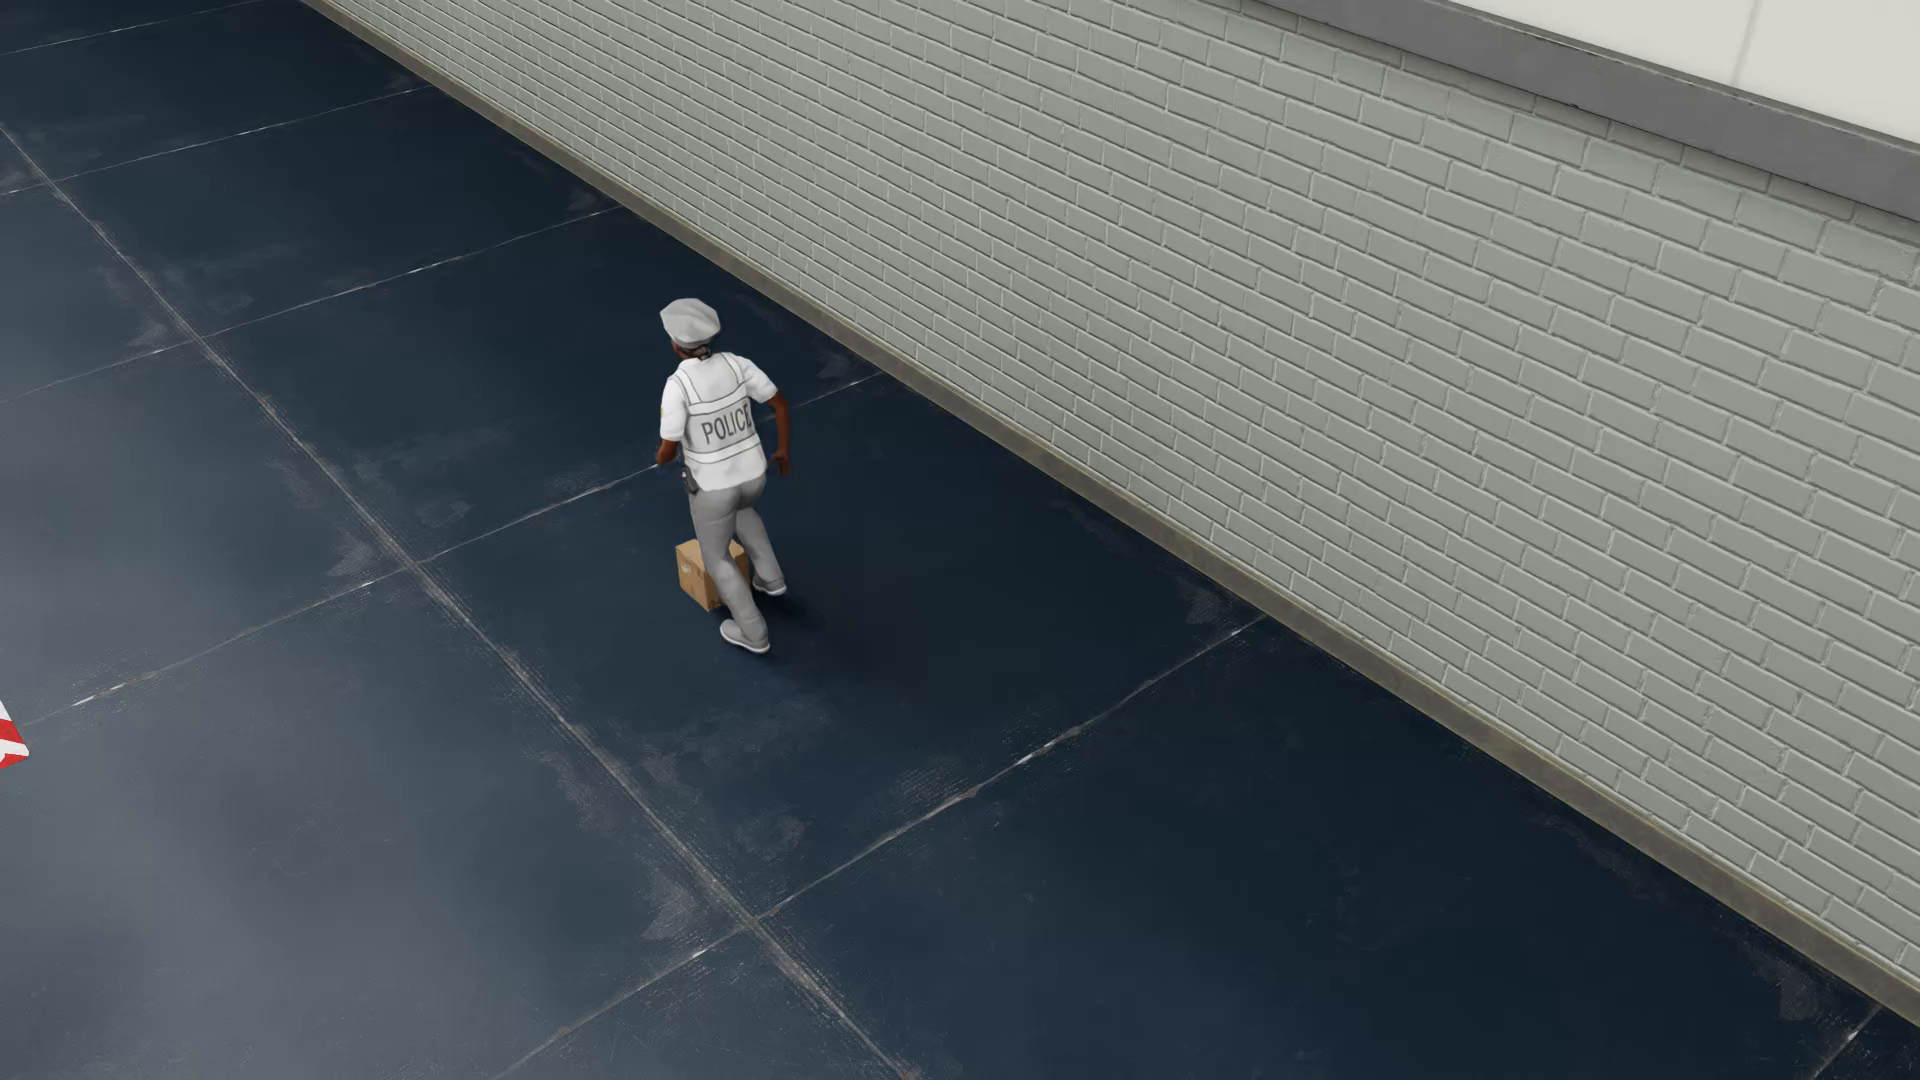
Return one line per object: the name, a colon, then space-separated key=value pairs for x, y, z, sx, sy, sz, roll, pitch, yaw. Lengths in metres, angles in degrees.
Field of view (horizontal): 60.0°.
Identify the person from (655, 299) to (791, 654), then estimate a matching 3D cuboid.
person: x=-1.062 y=-0.301 z=7.530 sx=0.663 sy=1.605 sz=0.601 roll=30 pitch=46 yaw=35
